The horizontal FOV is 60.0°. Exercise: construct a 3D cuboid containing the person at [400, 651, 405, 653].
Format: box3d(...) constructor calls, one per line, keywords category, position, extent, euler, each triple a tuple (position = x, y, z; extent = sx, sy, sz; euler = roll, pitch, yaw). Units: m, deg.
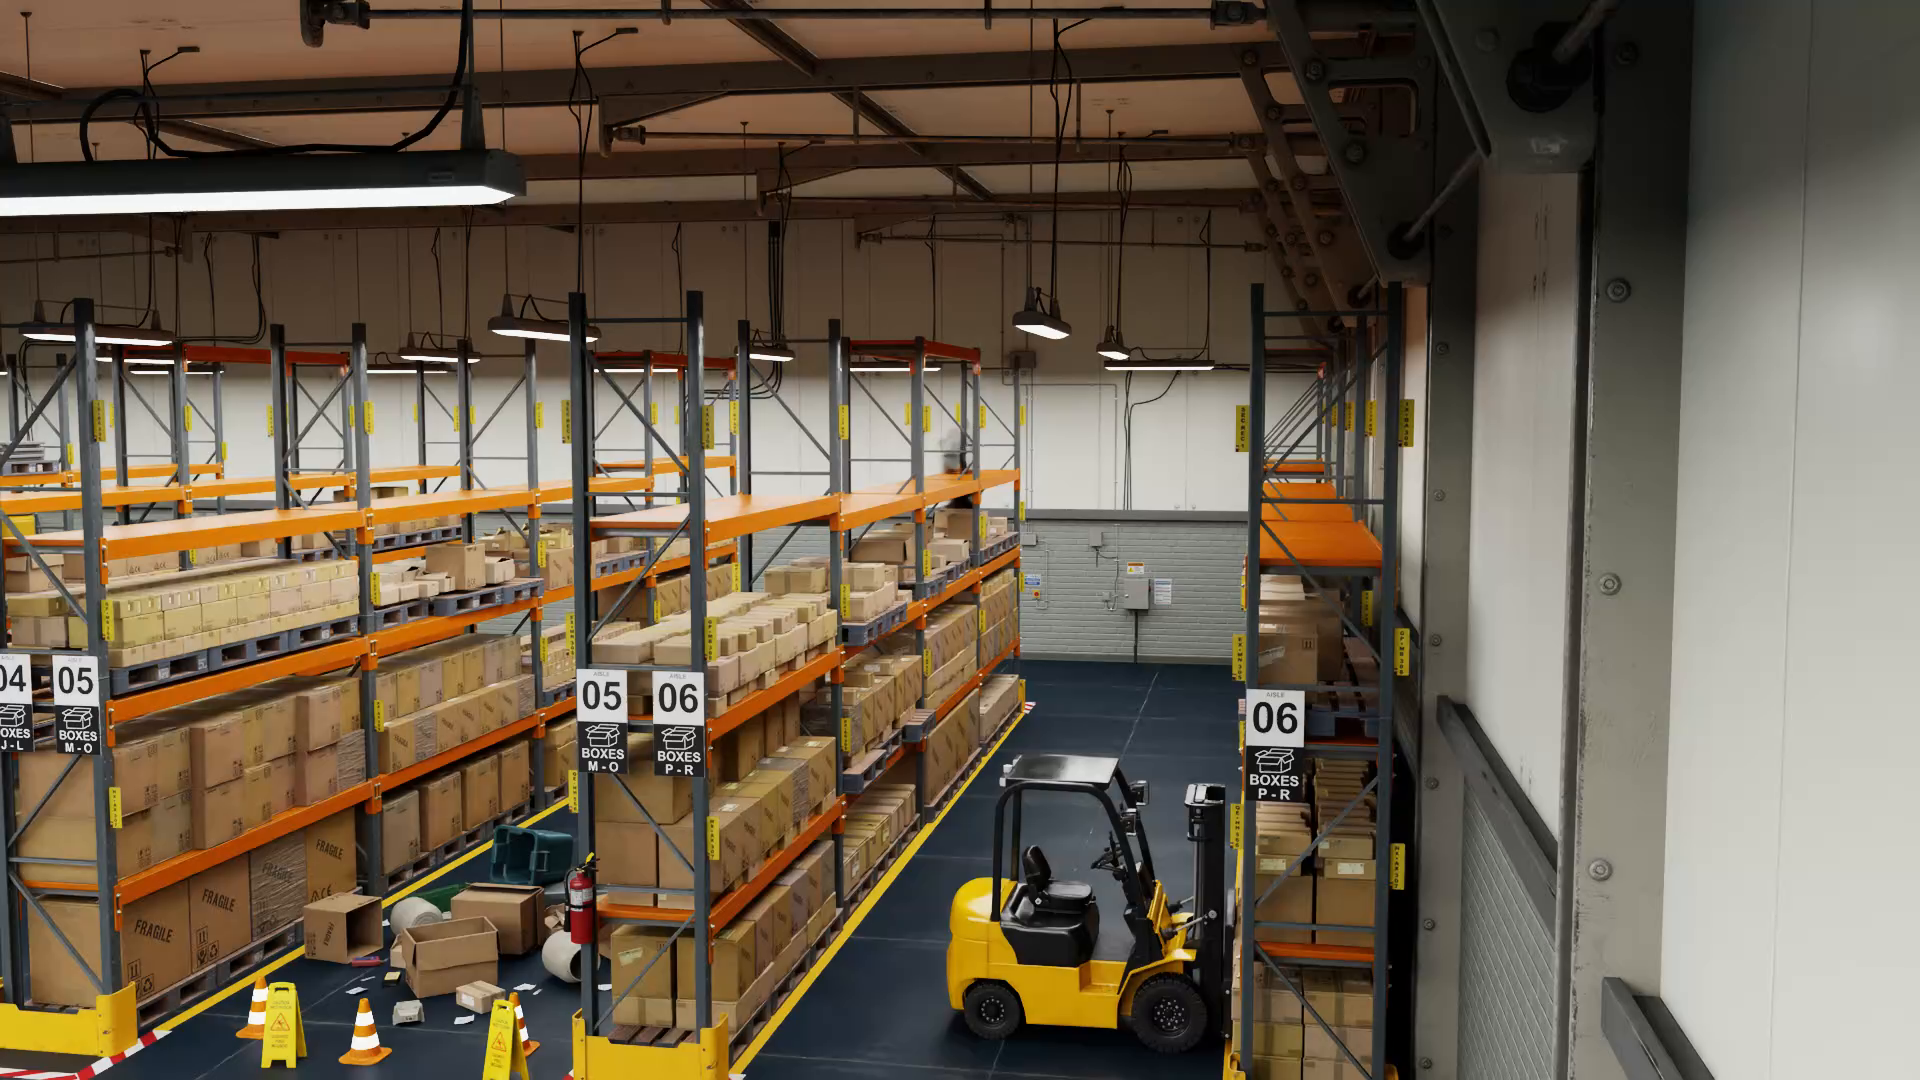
box3d(category="person", position=(-7.619, 2.409, 22.789), extent=(0.662, 1.773, 1.002), euler=(0, 5, 3))
